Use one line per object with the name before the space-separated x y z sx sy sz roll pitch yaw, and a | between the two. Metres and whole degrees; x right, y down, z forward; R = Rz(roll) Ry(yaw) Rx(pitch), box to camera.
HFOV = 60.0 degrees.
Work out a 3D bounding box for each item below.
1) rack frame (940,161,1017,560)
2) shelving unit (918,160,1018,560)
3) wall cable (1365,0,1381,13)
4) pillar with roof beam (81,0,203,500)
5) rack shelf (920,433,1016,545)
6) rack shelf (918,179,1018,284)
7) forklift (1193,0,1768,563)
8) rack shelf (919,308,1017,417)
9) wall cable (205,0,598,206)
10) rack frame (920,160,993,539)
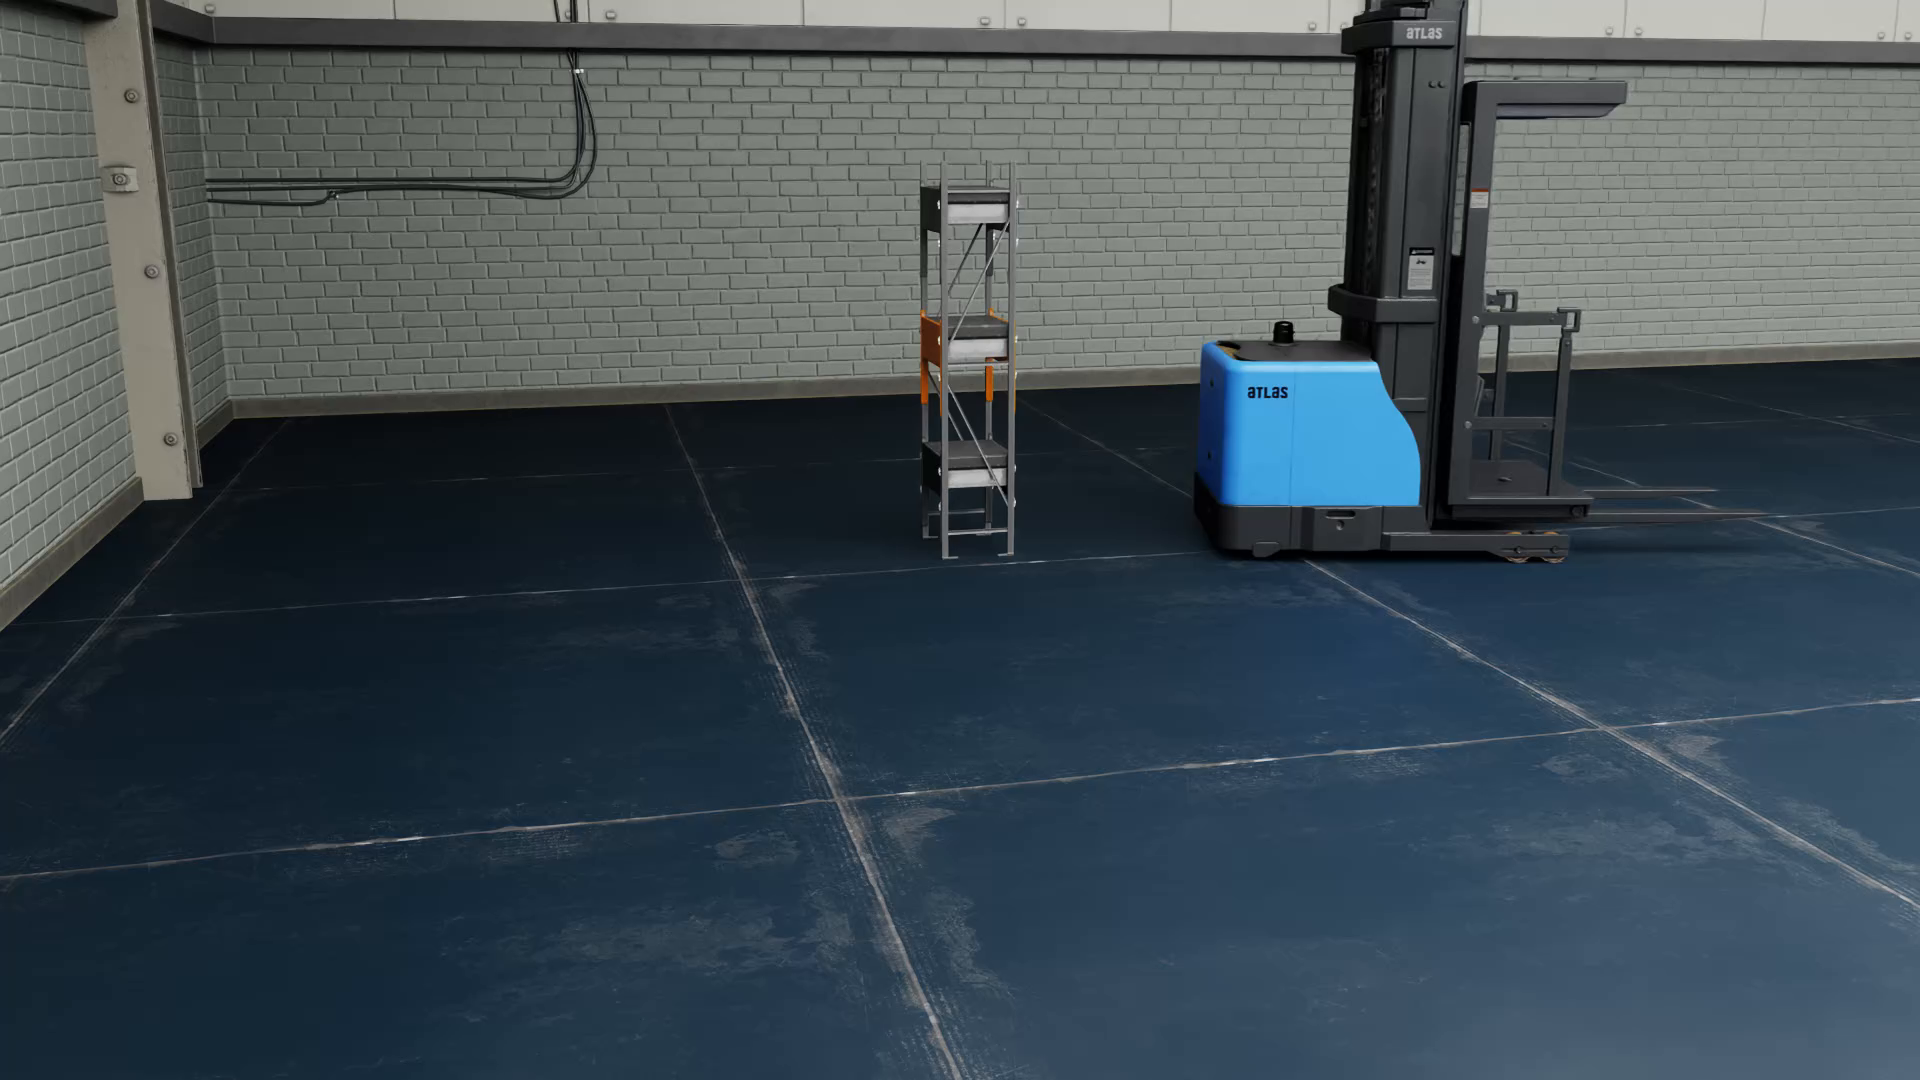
rack frame | 0.096 -0.926 8.791 0.400 2.100 0.015 -3 14 -13
shelving unit | 0.039 -0.982 9.022 0.431 2.100 0.503 -3 14 -13
wall cable | 4.769 -7.603 14.422 2.305 6.003 0.169 -3 14 -13
pillar with roof beam | -0.872 -4.912 10.573 9.100 9.000 0.400 -3 14 -13
rack shelf | 0.039 -0.289 9.191 0.431 0.518 0.480 -3 14 -13
rack shelf | 0.039 -1.649 8.859 0.431 0.518 0.480 -3 14 -13
forklift | 2.897 -1.427 9.092 3.031 2.935 1.130 0 14 0
rack shelf | 0.039 -0.969 9.025 0.431 0.518 0.480 -3 14 -13
wall cable | -4.463 -3.917 13.043 3.097 2.526 0.112 -3 14 -13
rack frame | -0.018 -1.038 9.252 0.400 2.100 0.015 -3 14 -13
